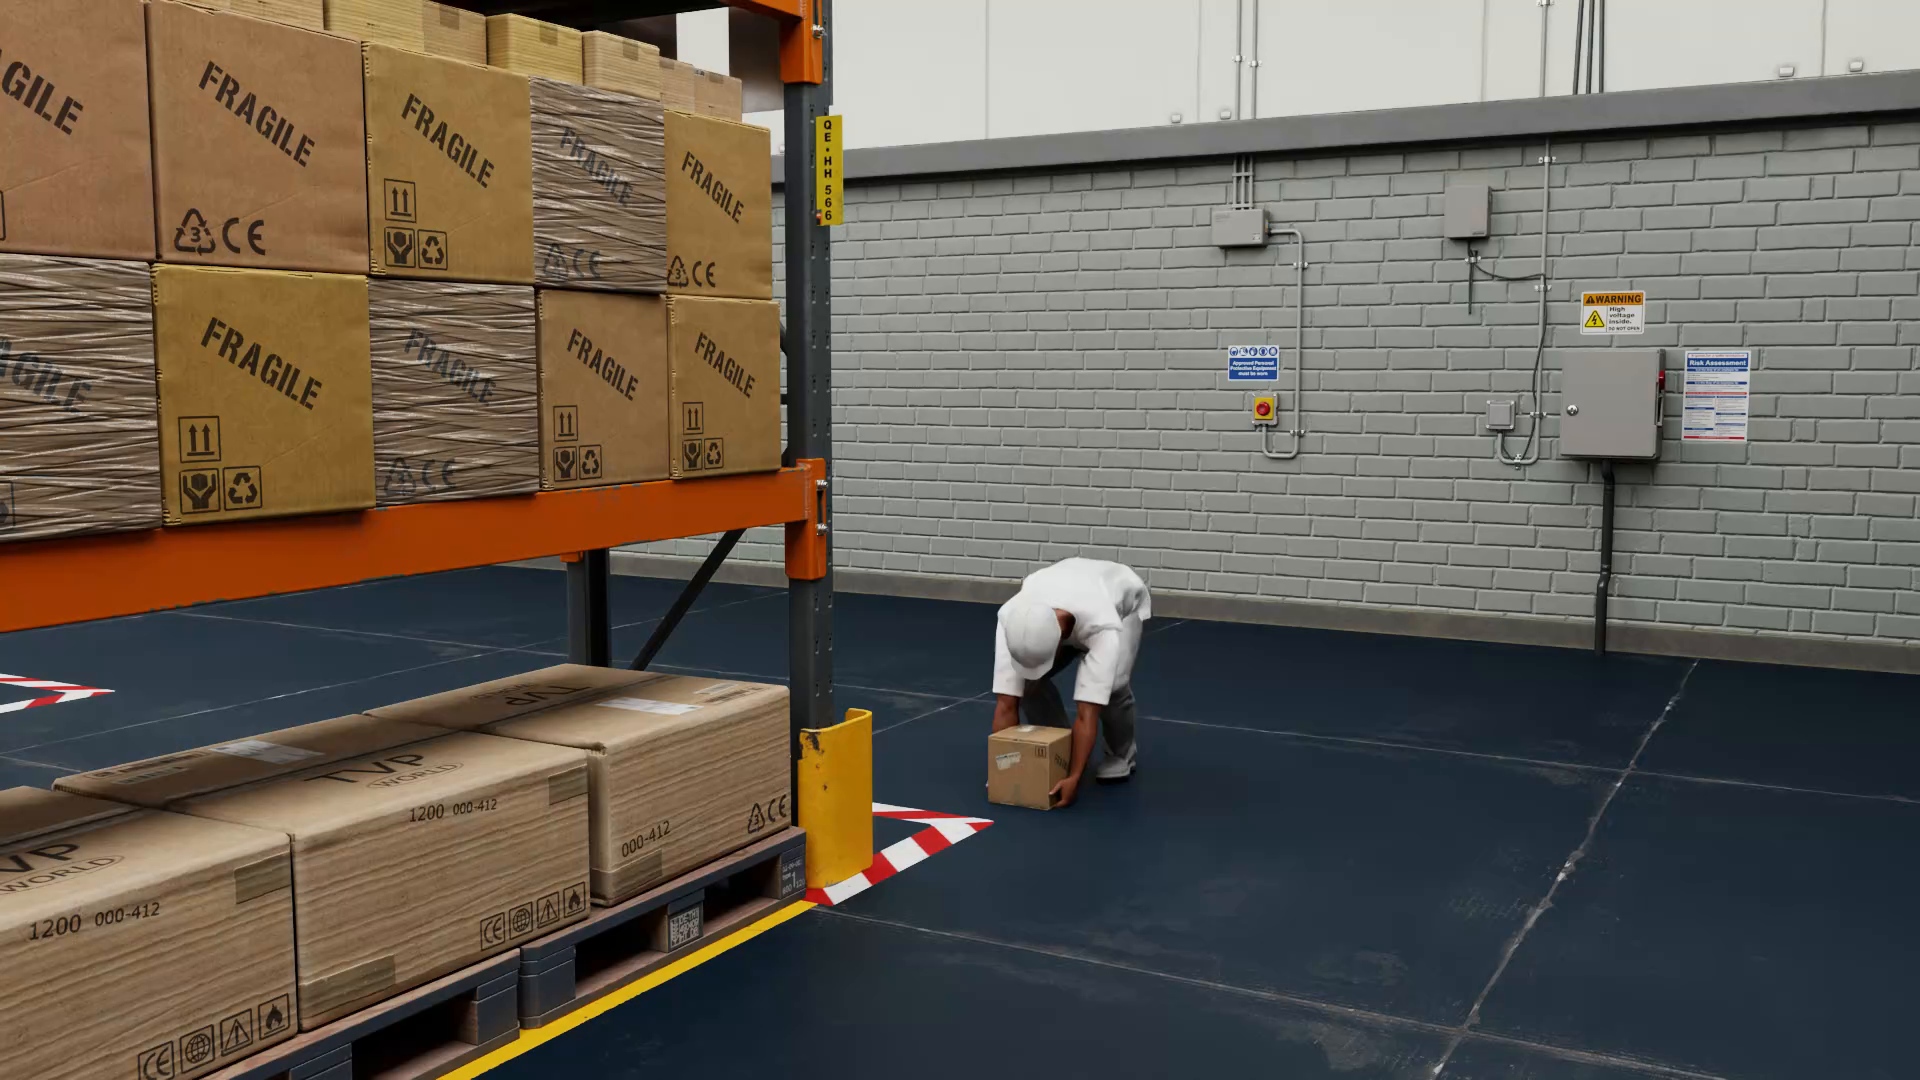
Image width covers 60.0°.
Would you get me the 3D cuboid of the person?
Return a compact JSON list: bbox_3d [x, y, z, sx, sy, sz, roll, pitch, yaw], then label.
[{"bbox_3d":[0.429,0.526,6.438,0.515,0.874,0.980,3,7,26],"label":"person"}]
